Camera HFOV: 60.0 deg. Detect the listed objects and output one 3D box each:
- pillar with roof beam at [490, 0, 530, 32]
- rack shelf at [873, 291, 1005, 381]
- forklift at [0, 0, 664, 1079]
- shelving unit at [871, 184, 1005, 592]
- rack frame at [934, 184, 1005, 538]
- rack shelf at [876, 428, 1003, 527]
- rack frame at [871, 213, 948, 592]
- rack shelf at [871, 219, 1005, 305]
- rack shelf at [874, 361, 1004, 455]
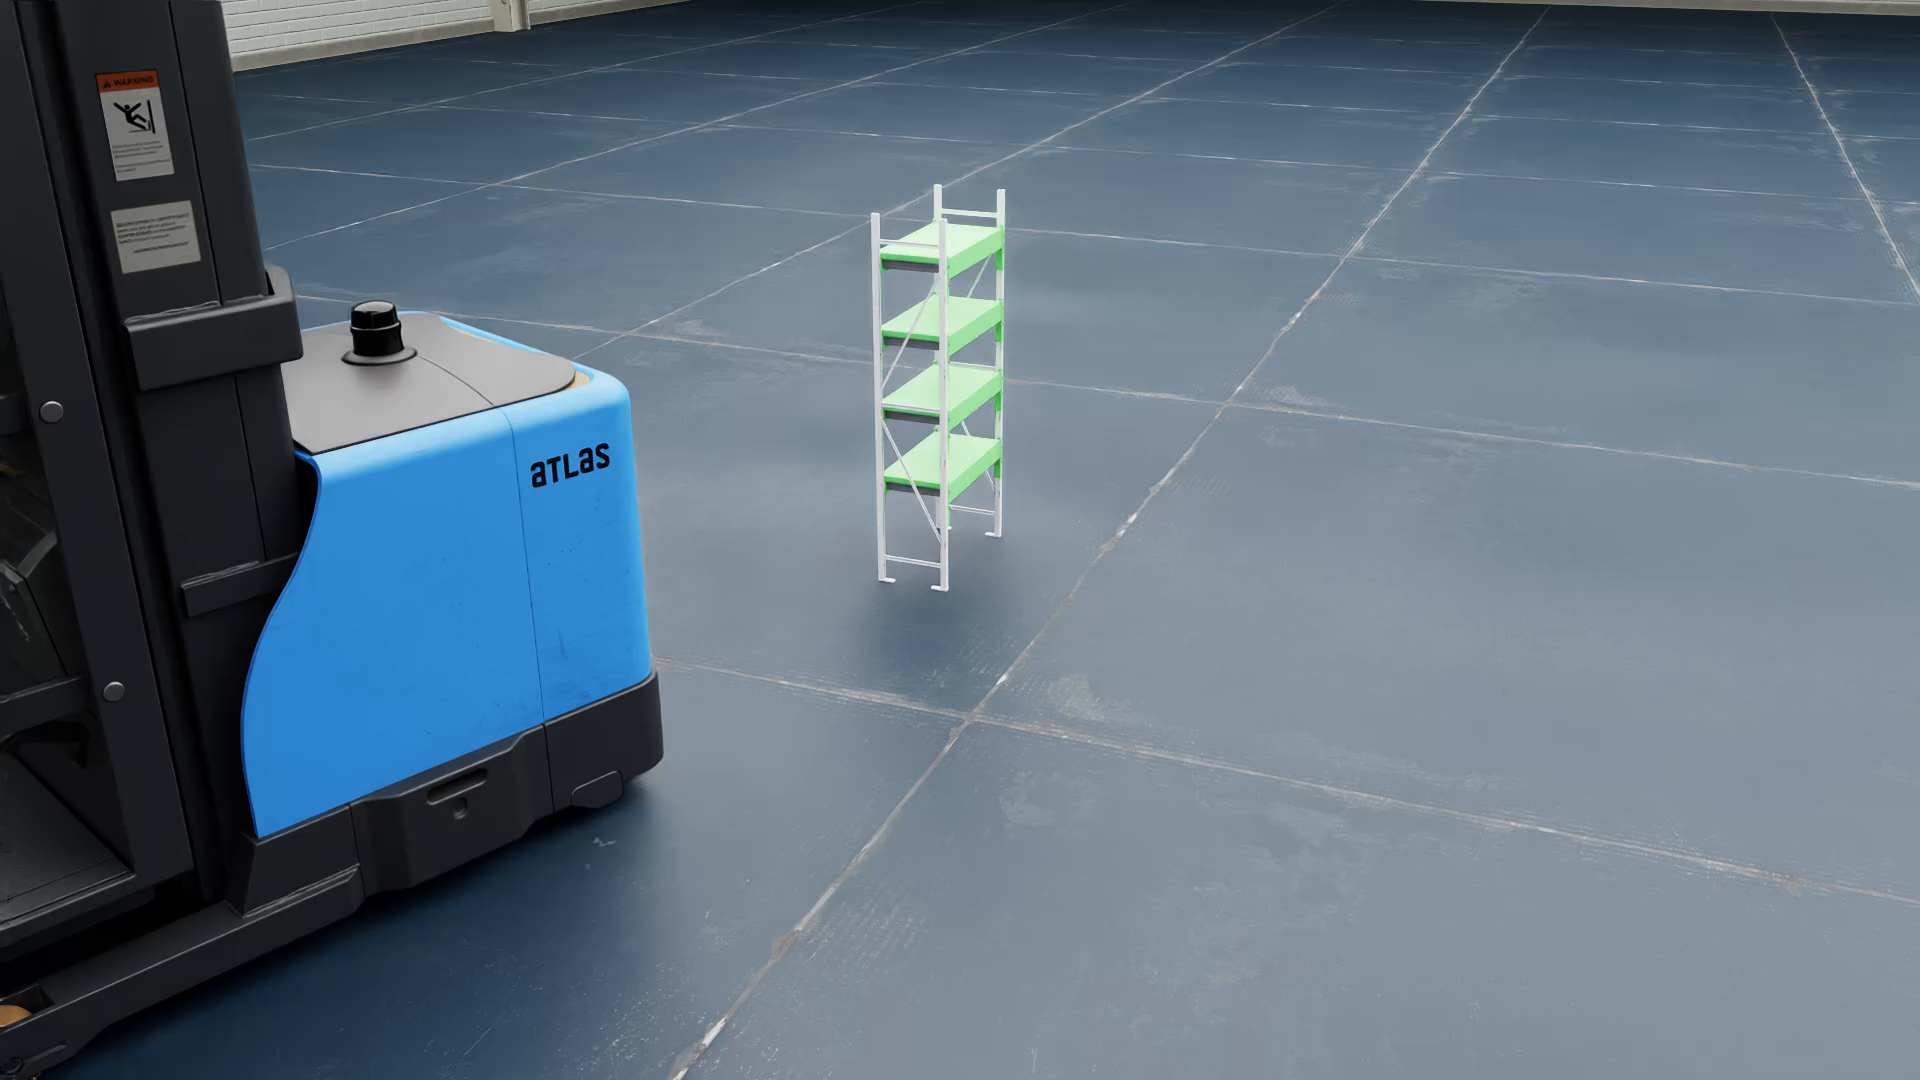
[{"bbox_3d":[-1.837,-10.176,18.436,9.100,9.000,0.400,9,24,20],"label":"pillar with roof beam"},{"bbox_3d":[-0.061,-0.657,5.309,0.258,0.148,0.480,9,24,20],"label":"rack shelf"},{"bbox_3d":[-2.140,-0.454,3.035,1.130,2.935,3.031,20,30,40],"label":"forklift"},{"bbox_3d":[-0.061,-0.494,5.377,0.258,1.200,0.503,9,24,20],"label":"shelving unit"},{"bbox_3d":[0.029,-0.582,5.586,0.240,1.200,0.015,9,24,20],"label":"rack frame"},{"bbox_3d":[-0.061,-0.214,5.494,0.258,0.148,0.480,9,24,20],"label":"rack shelf"},{"bbox_3d":[-0.152,-0.407,5.168,0.240,1.200,0.015,9,24,20],"label":"rack frame"},{"bbox_3d":[-0.062,-0.878,5.217,0.258,0.148,0.480,9,24,20],"label":"rack shelf"},{"bbox_3d":[-0.061,-0.435,5.402,0.258,0.148,0.480,9,24,20],"label":"rack shelf"}]
